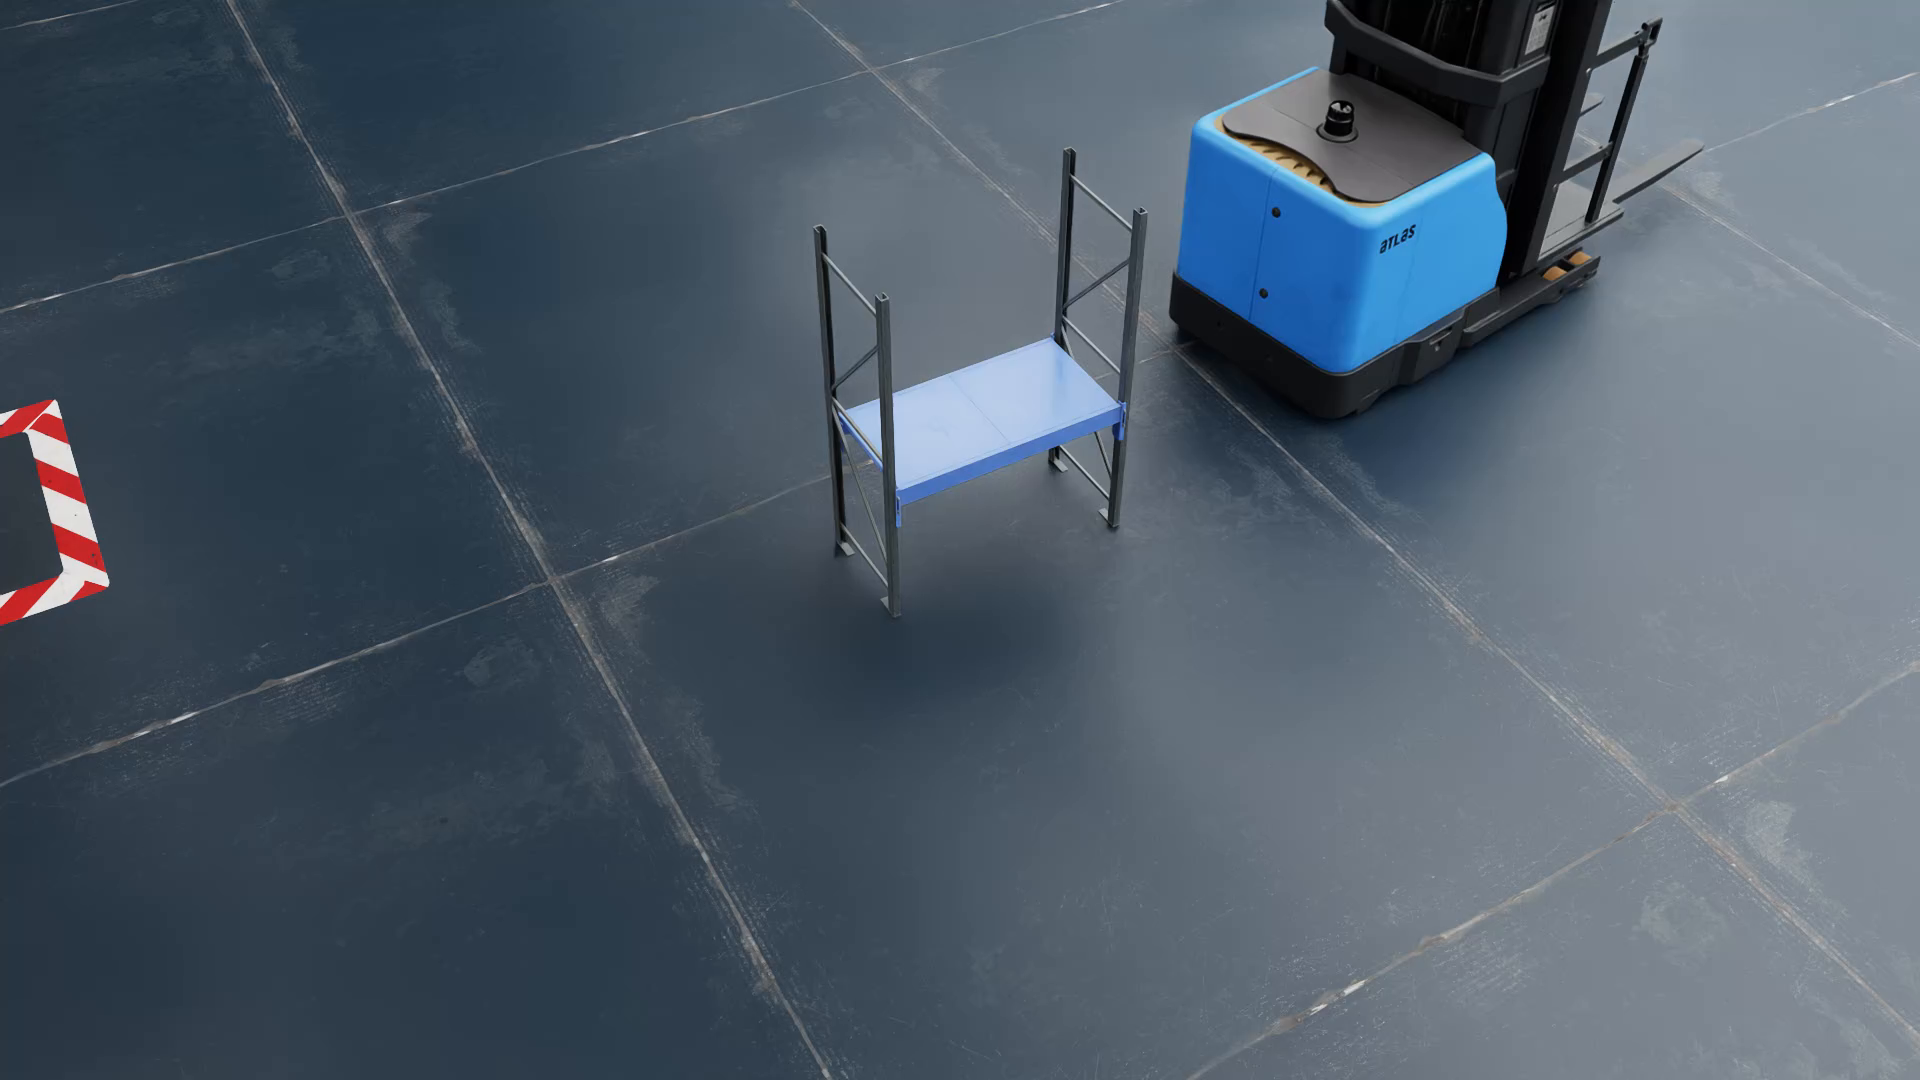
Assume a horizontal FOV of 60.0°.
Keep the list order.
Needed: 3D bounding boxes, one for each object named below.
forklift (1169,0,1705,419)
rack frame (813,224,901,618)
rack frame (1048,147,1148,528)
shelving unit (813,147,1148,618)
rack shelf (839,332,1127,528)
[{"bbox_3d":[-8.057,-2.914,7.648,18.483,2.935,15.389,-29,51,-27],"label":"forklift"},{"bbox_3d":[-0.367,-0.391,6.076,0.032,1.500,0.500,-22,48,-21],"label":"rack frame"},{"bbox_3d":[0.515,-0.744,6.440,0.032,1.500,0.500,-22,48,-21],"label":"rack frame"},{"bbox_3d":[0.074,-0.568,6.258,1.048,1.500,0.538,-22,48,-21],"label":"shelving unit"},{"bbox_3d":[0.074,-0.439,6.383,1.000,0.185,0.538,-22,48,-21],"label":"rack shelf"}]
